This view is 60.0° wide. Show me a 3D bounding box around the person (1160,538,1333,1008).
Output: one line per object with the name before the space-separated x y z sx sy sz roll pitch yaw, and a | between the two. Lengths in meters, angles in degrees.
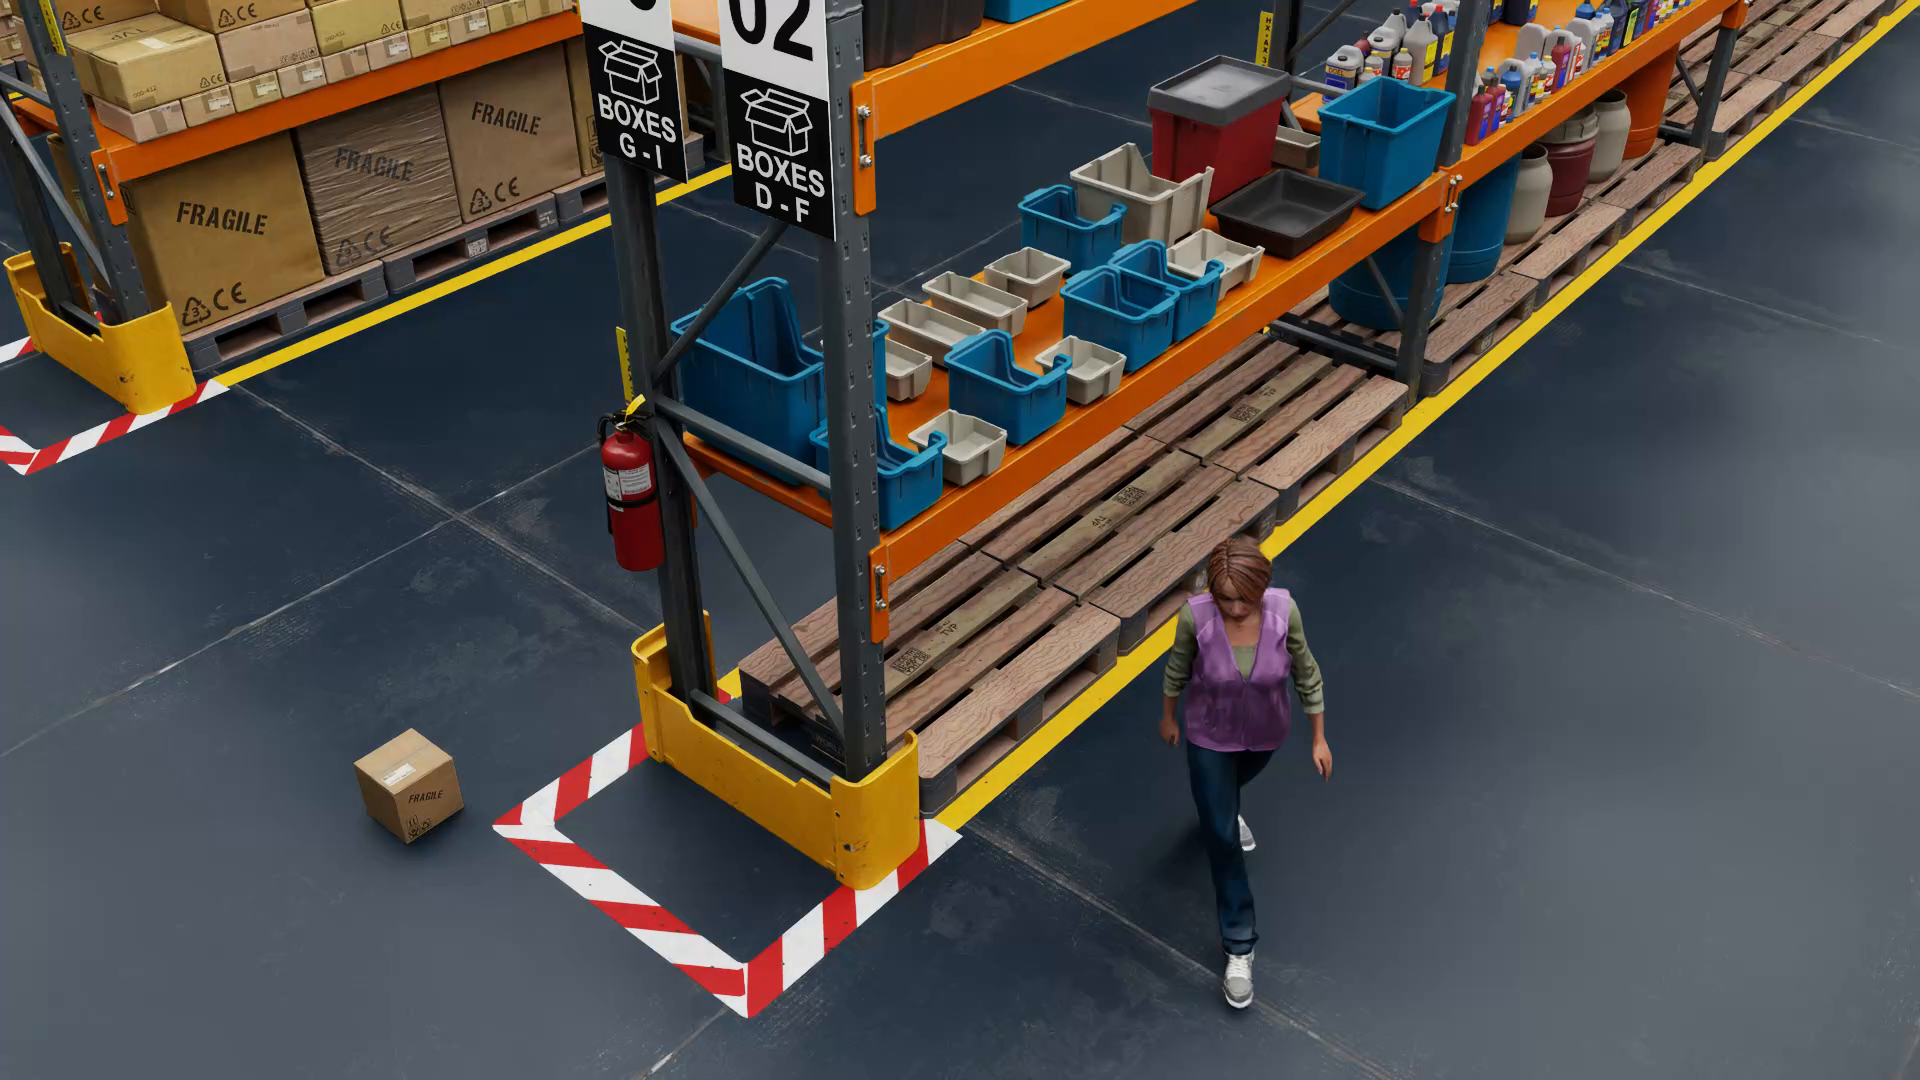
person | 0.909 0.626 5.279 0.497 1.537 0.902 -7 36 -9
